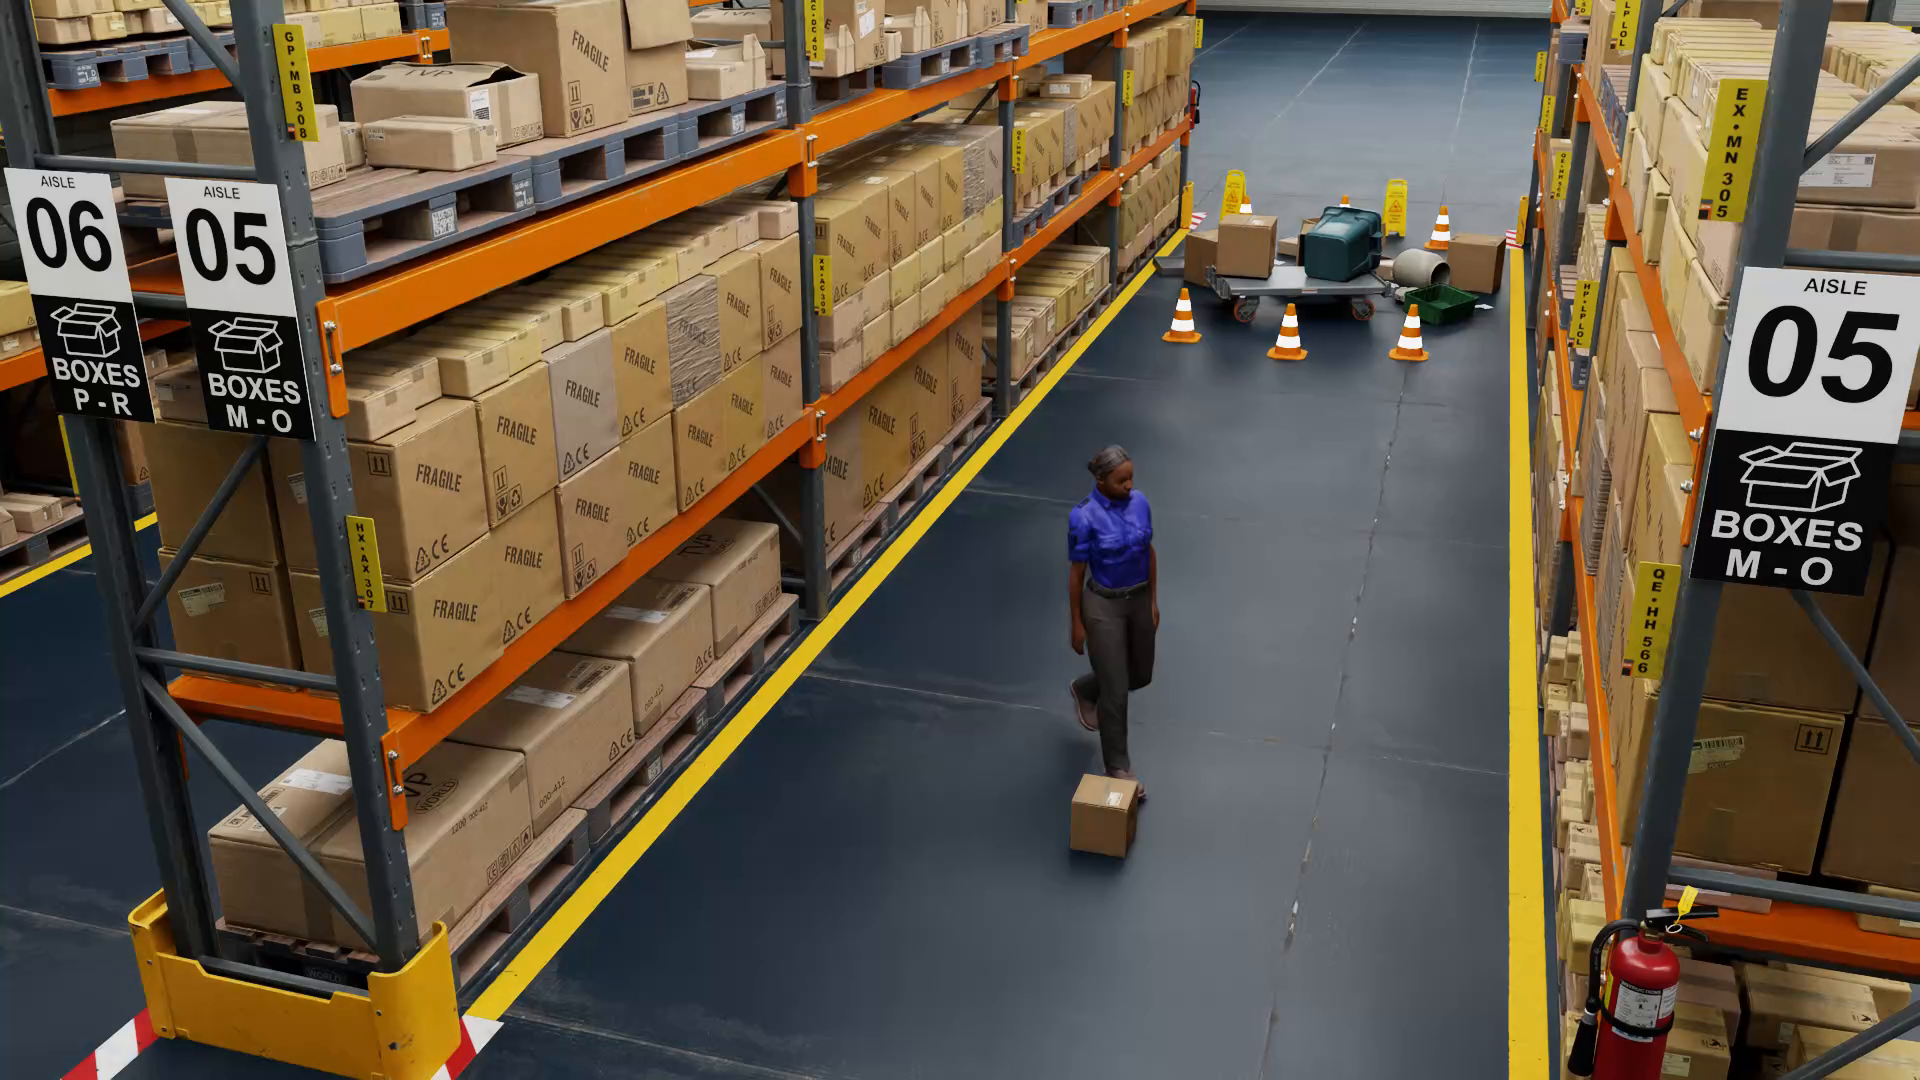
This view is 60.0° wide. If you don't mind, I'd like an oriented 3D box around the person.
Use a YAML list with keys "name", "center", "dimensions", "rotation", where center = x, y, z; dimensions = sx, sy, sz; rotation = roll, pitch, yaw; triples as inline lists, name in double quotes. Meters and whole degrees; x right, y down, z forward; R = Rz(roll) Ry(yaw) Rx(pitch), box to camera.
- name: "person"
  center: [0.712, 0.317, 7.803]
  dimensions: [0.468, 1.635, 0.769]
  rotation: [-15, 27, -33]
